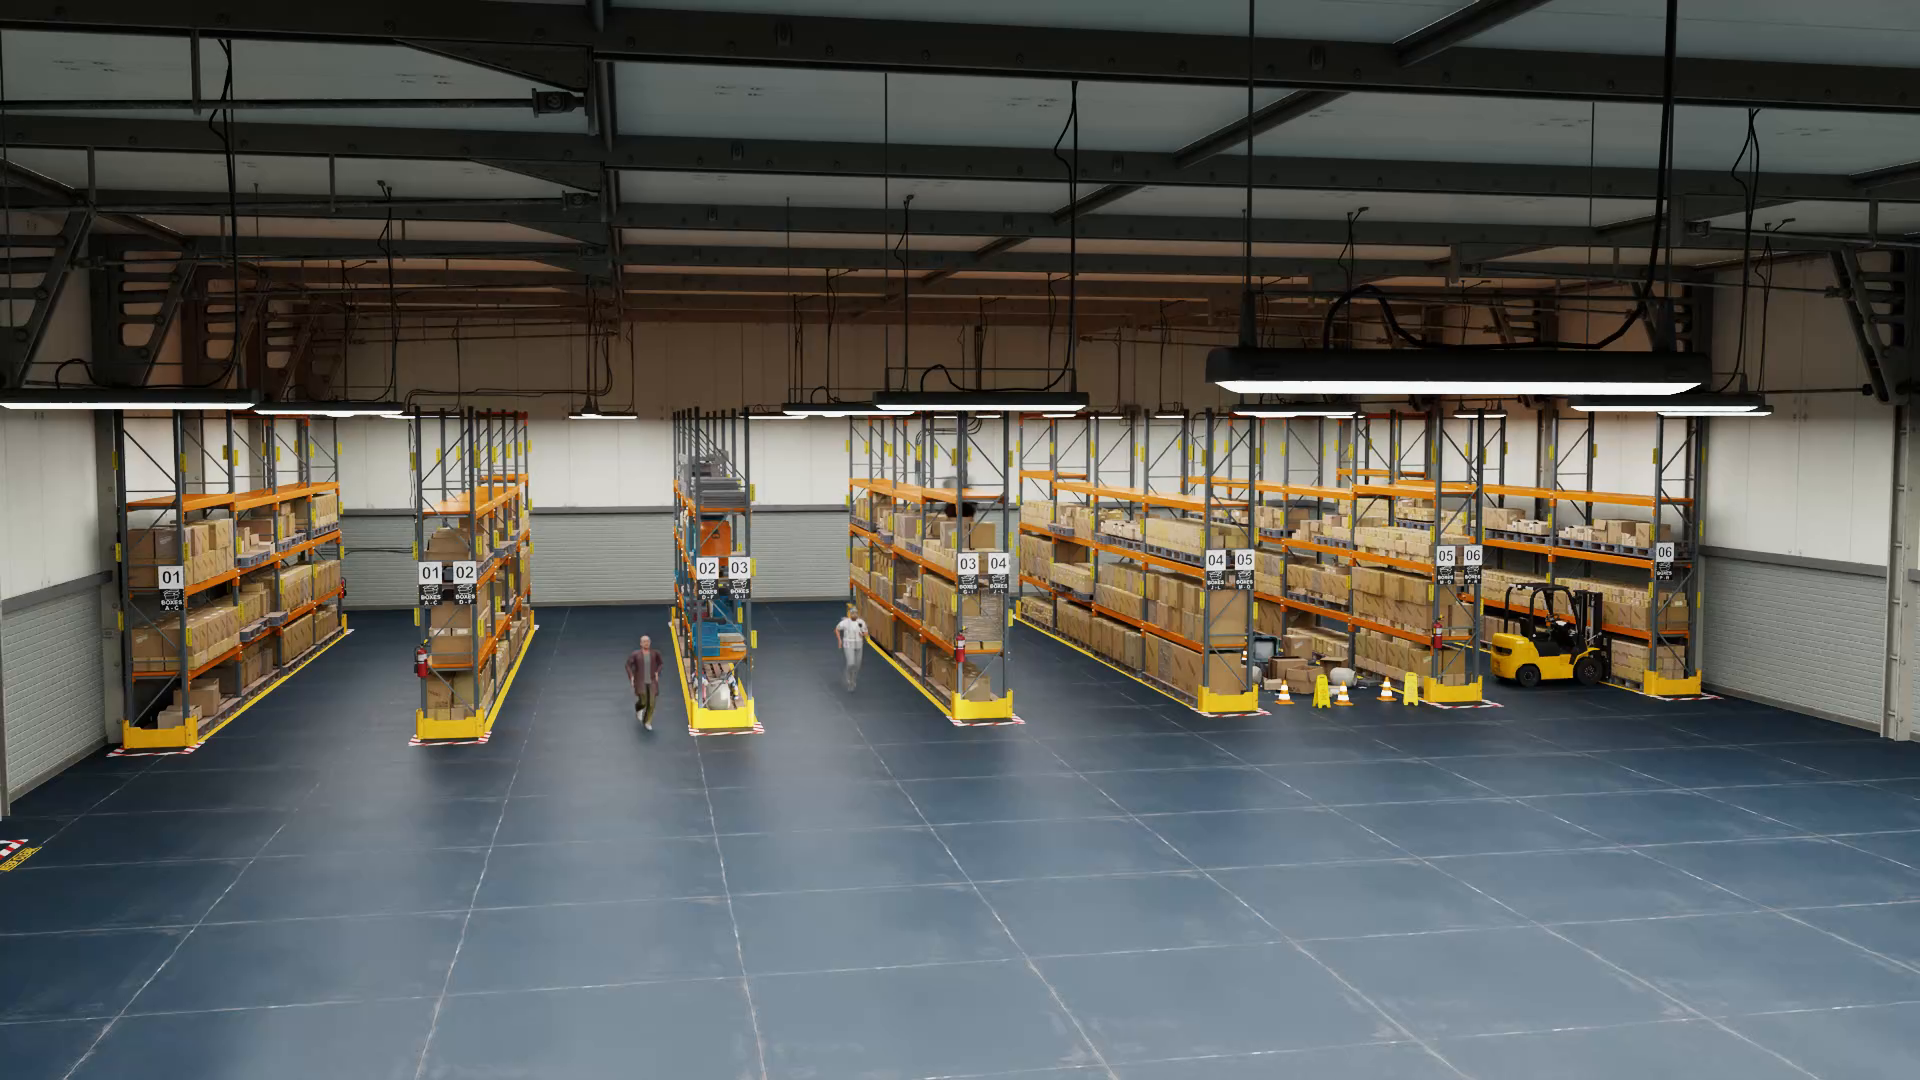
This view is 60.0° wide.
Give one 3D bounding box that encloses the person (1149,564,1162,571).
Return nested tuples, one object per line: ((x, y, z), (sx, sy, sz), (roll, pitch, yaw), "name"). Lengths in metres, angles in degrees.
((5.915, 1.250, 50.828), (0.636, 1.745, 0.714), (0, 4, 2), "person")

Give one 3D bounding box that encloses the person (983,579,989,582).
((0.582, 1.488, 47.853), (0.727, 1.675, 0.642), (1, 4, 8), "person")

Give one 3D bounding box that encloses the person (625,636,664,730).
((-5.871, 2.659, 31.062), (0.709, 1.735, 0.640), (-2, 4, -22), "person")

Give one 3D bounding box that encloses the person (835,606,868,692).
((-2.277, 2.327, 35.506), (0.631, 1.845, 0.768), (-2, 4, -23), "person")
